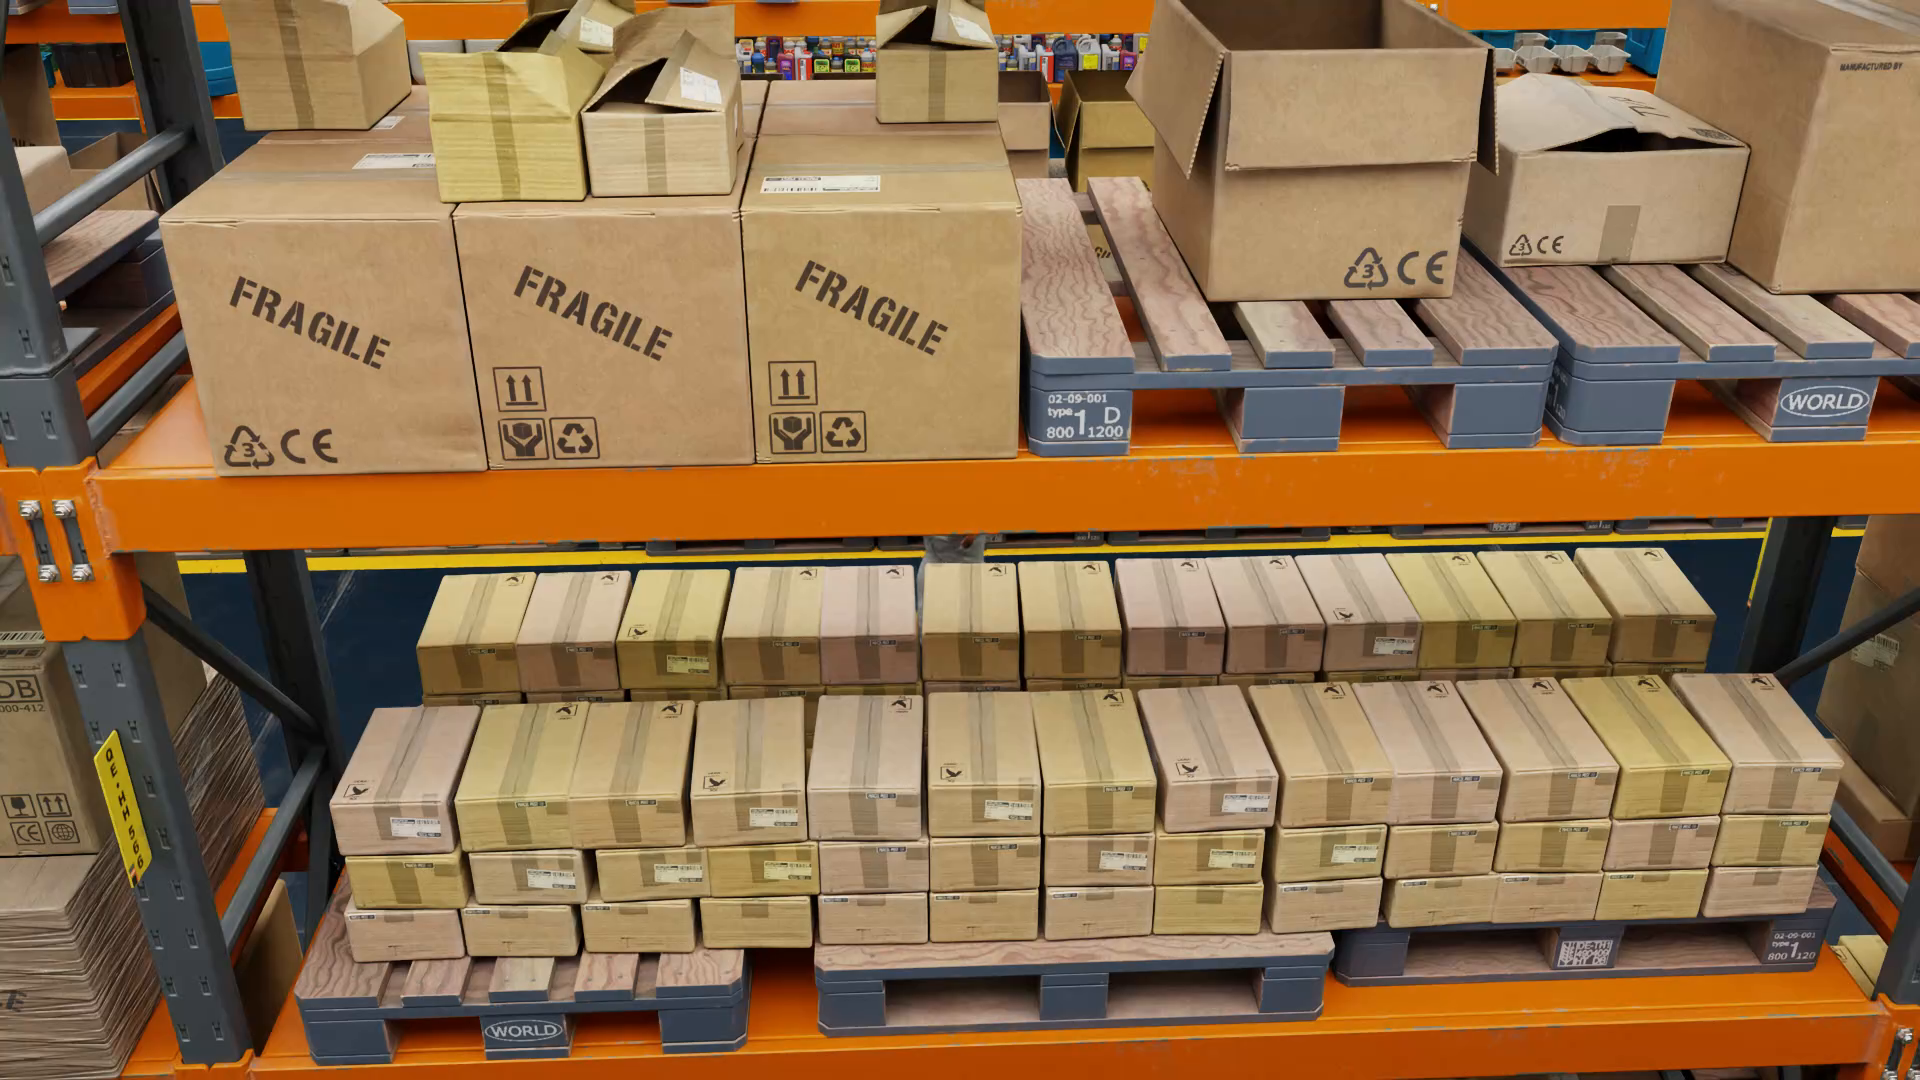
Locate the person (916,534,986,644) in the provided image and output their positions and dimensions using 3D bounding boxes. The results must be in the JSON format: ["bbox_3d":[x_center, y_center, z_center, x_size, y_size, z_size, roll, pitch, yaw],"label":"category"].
[{"bbox_3d":[-0.024,-0.202,7.461,0.391,1.669,0.533,-6,28,-11],"label":"person"}]
